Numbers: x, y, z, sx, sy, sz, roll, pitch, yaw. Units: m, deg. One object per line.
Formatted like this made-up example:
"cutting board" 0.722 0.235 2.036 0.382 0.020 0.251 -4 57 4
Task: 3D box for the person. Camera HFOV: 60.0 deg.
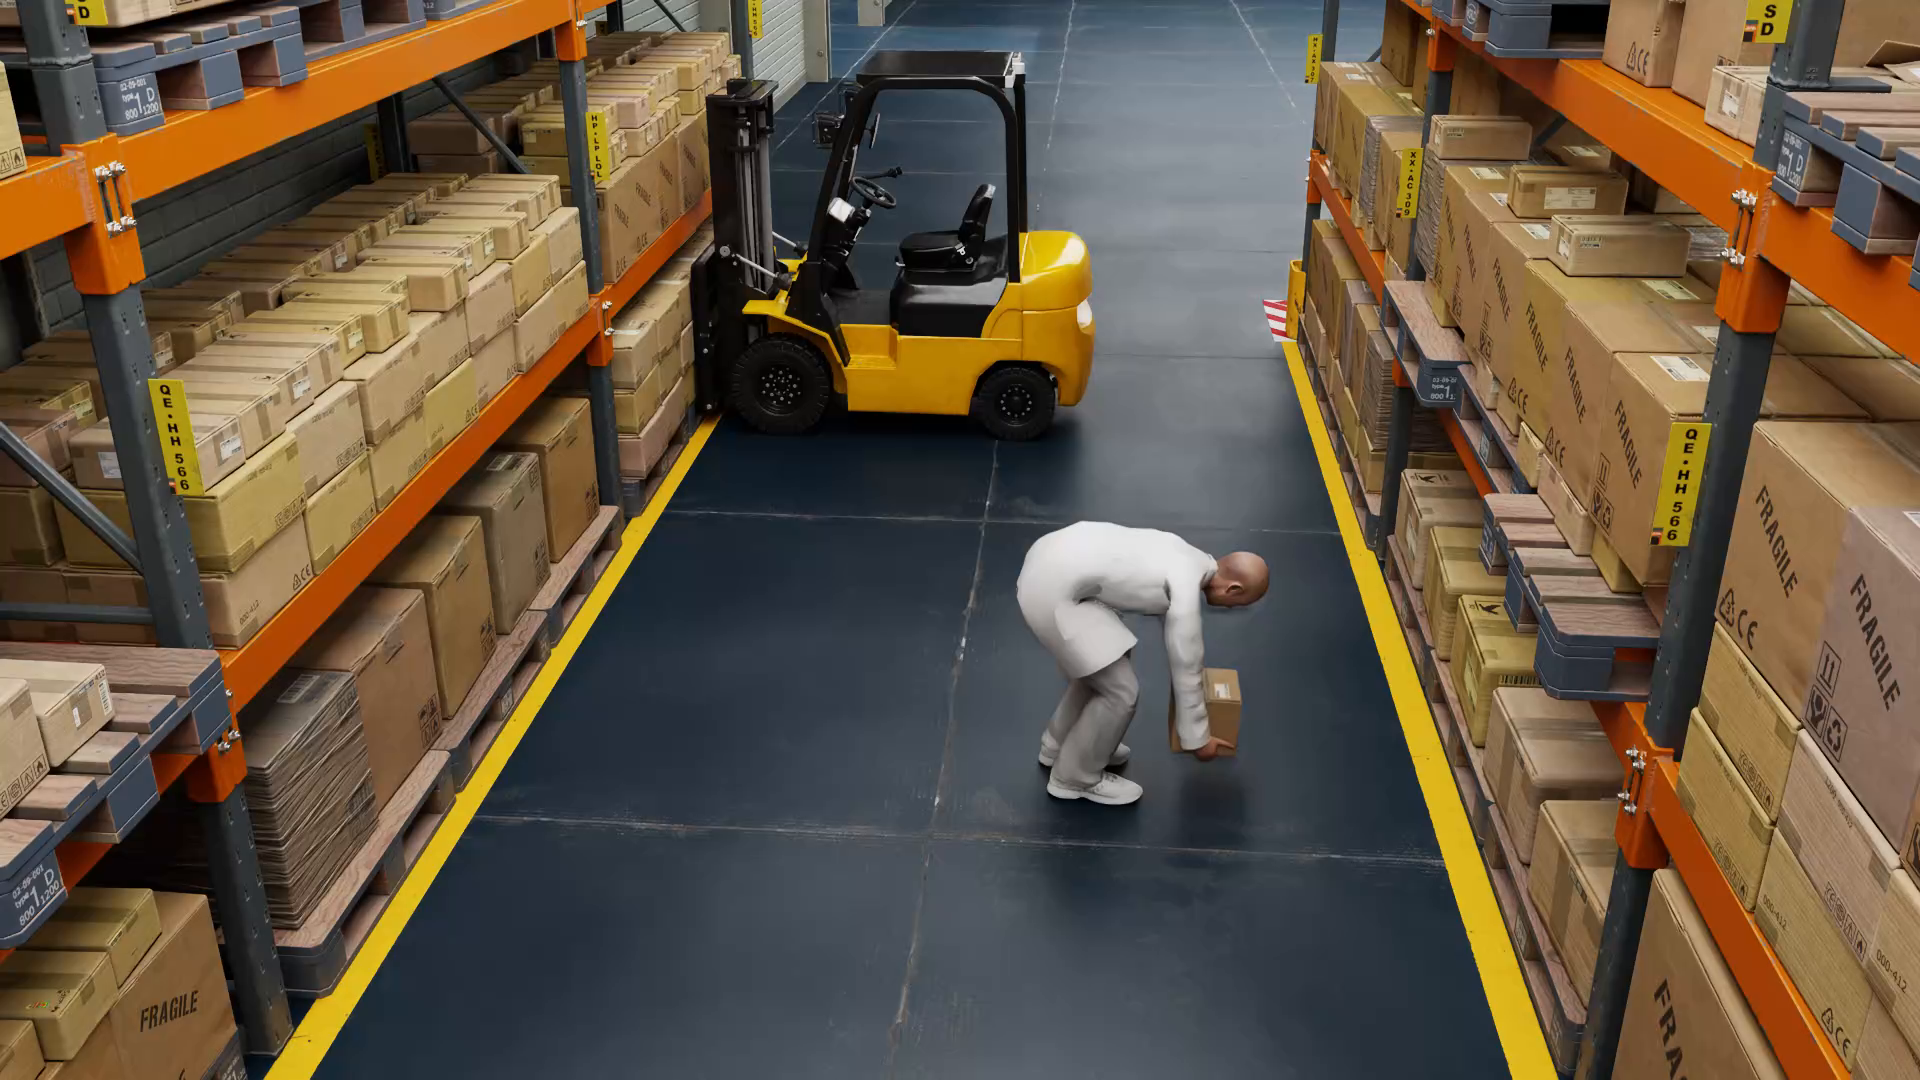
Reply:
"person" 0.690 0.461 6.419 0.951 1.101 0.573 1 24 2
